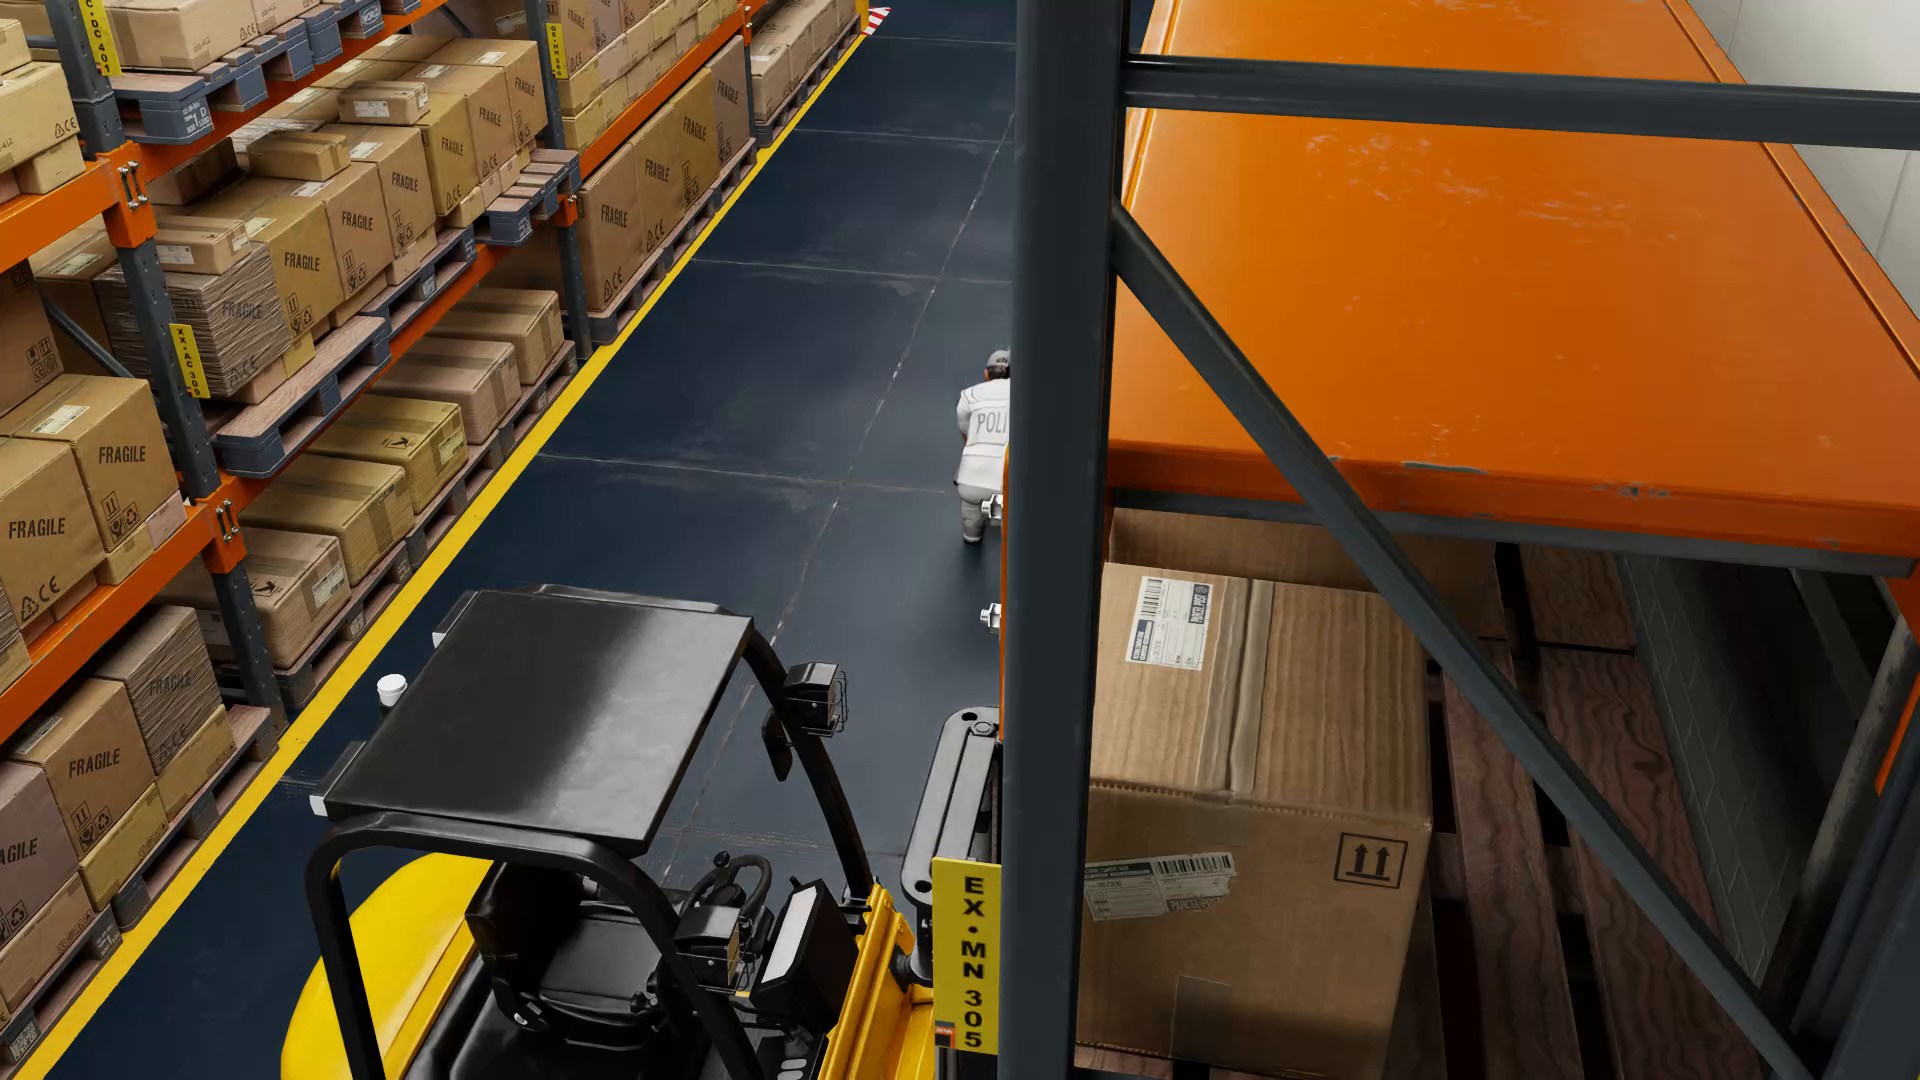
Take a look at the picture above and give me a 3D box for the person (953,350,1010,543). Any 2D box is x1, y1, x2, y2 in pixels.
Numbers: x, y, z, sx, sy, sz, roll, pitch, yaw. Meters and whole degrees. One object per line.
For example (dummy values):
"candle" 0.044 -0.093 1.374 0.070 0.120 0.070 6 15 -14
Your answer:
"person" 0.226 -0.487 9.091 0.537 0.930 0.856 6 33 9
